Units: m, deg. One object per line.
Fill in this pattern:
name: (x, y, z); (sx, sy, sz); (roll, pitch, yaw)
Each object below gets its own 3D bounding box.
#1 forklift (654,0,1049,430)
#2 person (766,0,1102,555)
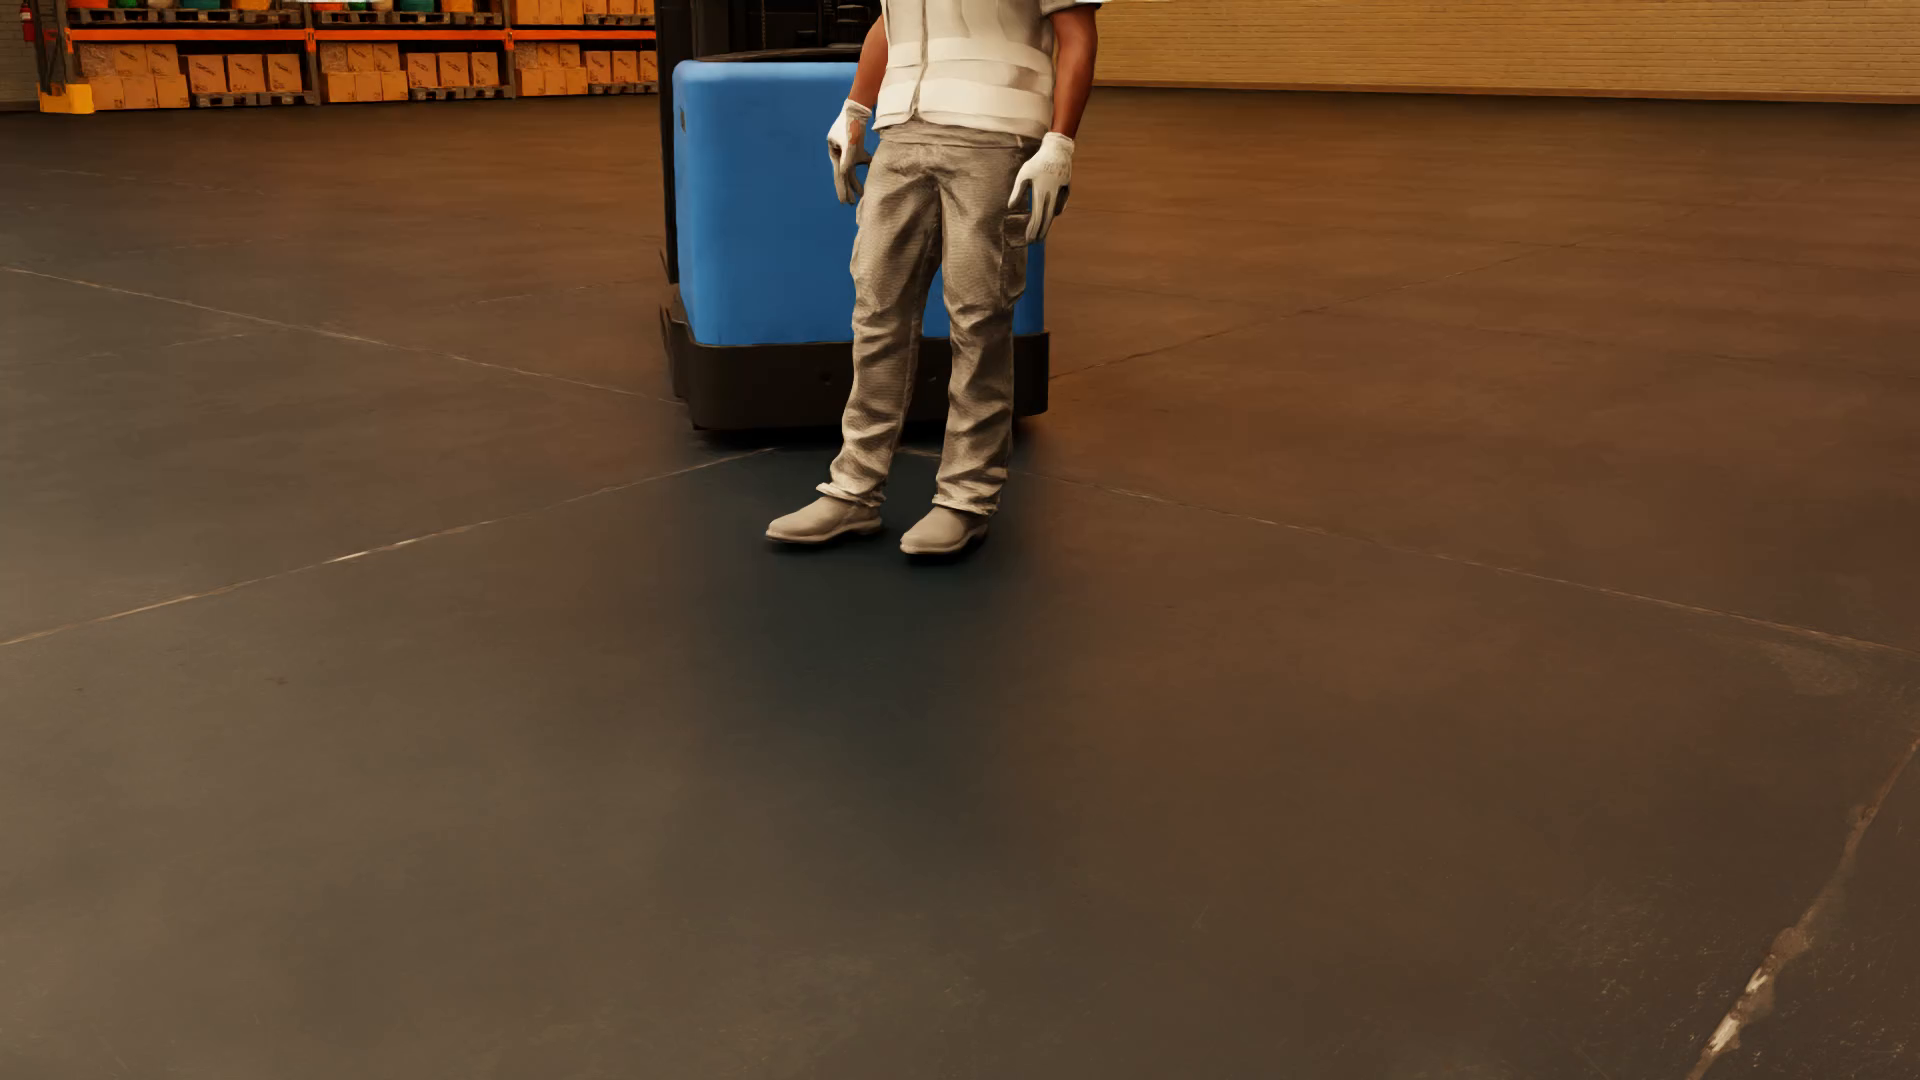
forklift: (-0.540, -2.101, 5.818); (1.130, 2.935, 3.031); (-3, 17, -11)
person: (-0.053, -0.846, 3.633); (0.657, 1.783, 0.576); (13, 21, 37)
